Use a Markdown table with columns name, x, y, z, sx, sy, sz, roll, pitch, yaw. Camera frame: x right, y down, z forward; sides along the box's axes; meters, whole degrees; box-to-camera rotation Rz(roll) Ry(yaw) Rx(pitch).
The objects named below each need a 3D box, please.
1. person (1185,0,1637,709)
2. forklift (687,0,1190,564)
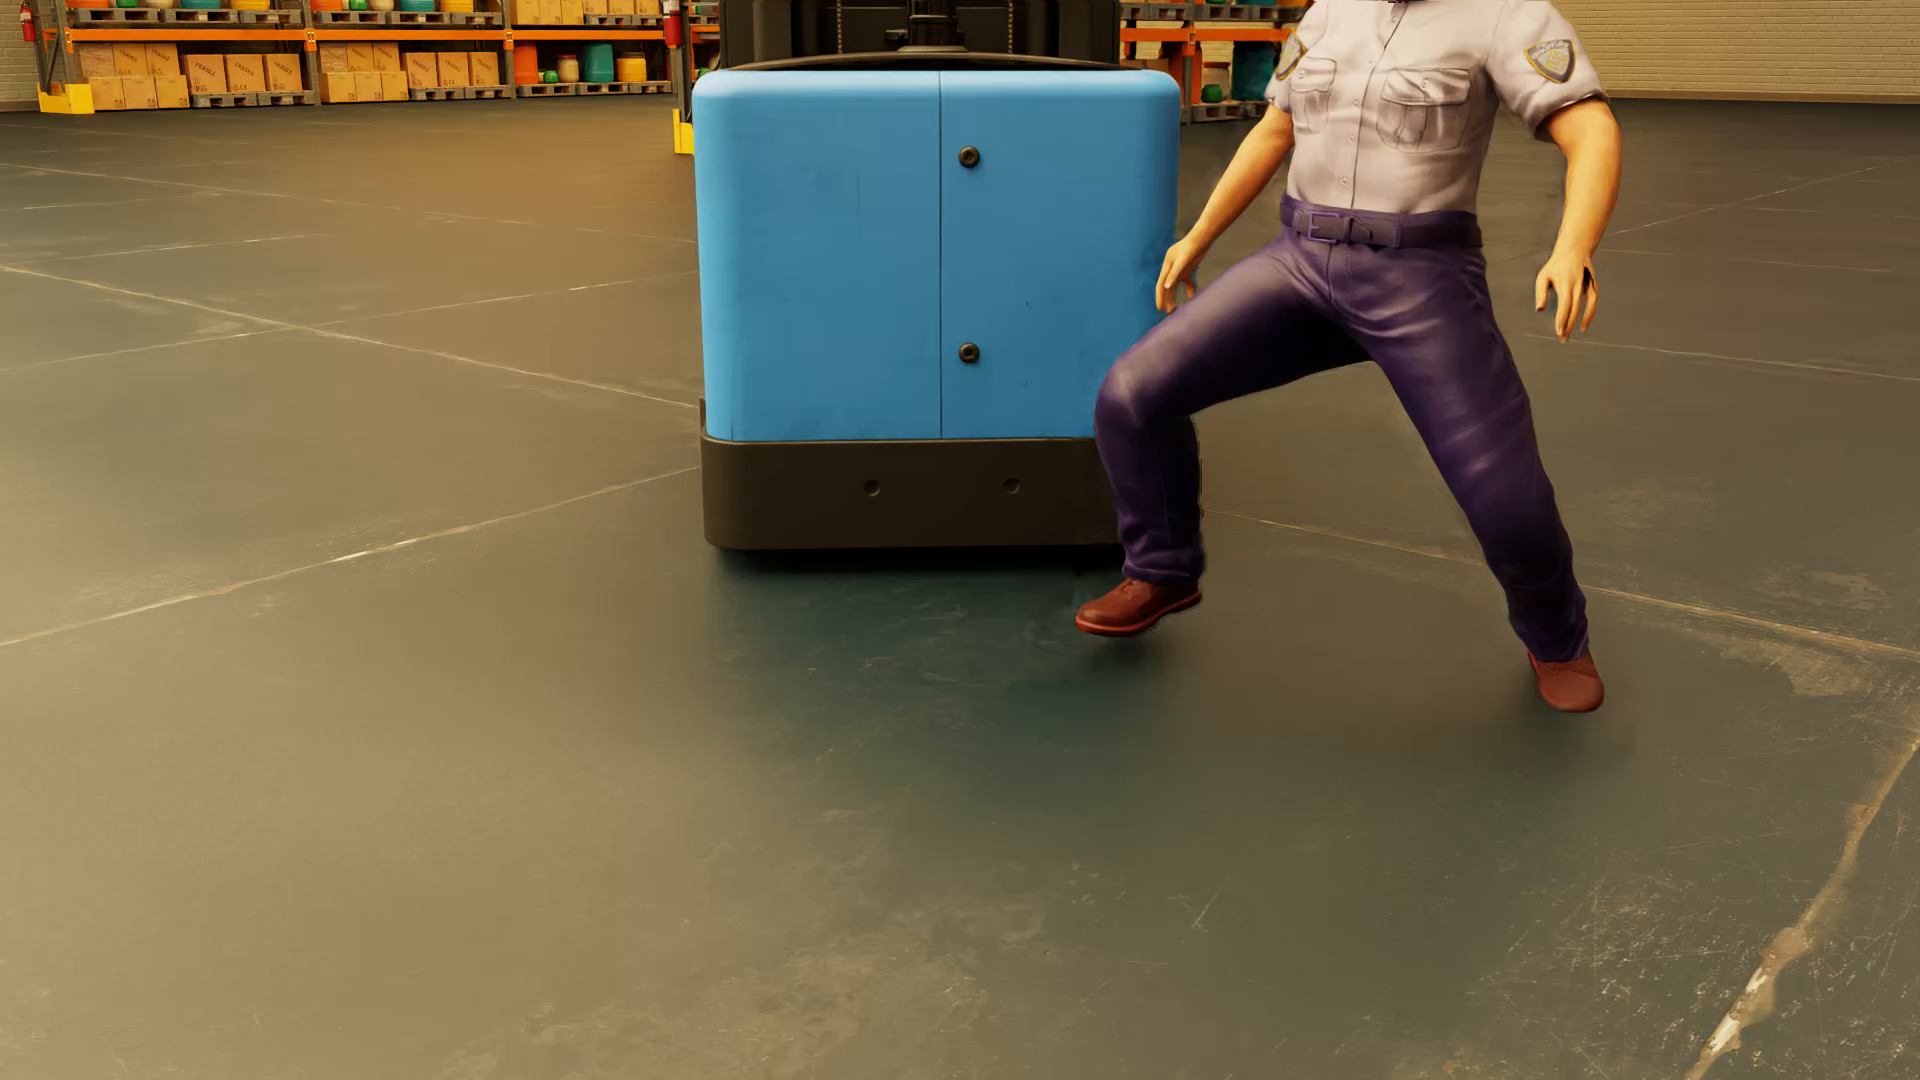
| name | x | y | z | sx | sy | sz | roll | pitch | yaw |
| --- | --- | --- | --- | --- | --- | --- | --- | --- | --- |
| person | 0.816 | -0.505 | 2.972 | 0.544 | 1.561 | 0.851 | -15 | 22 | -40 |
| forklift | -0.117 | -1.728 | 4.587 | 1.130 | 2.935 | 3.031 | -1 | 17 | -3 |
